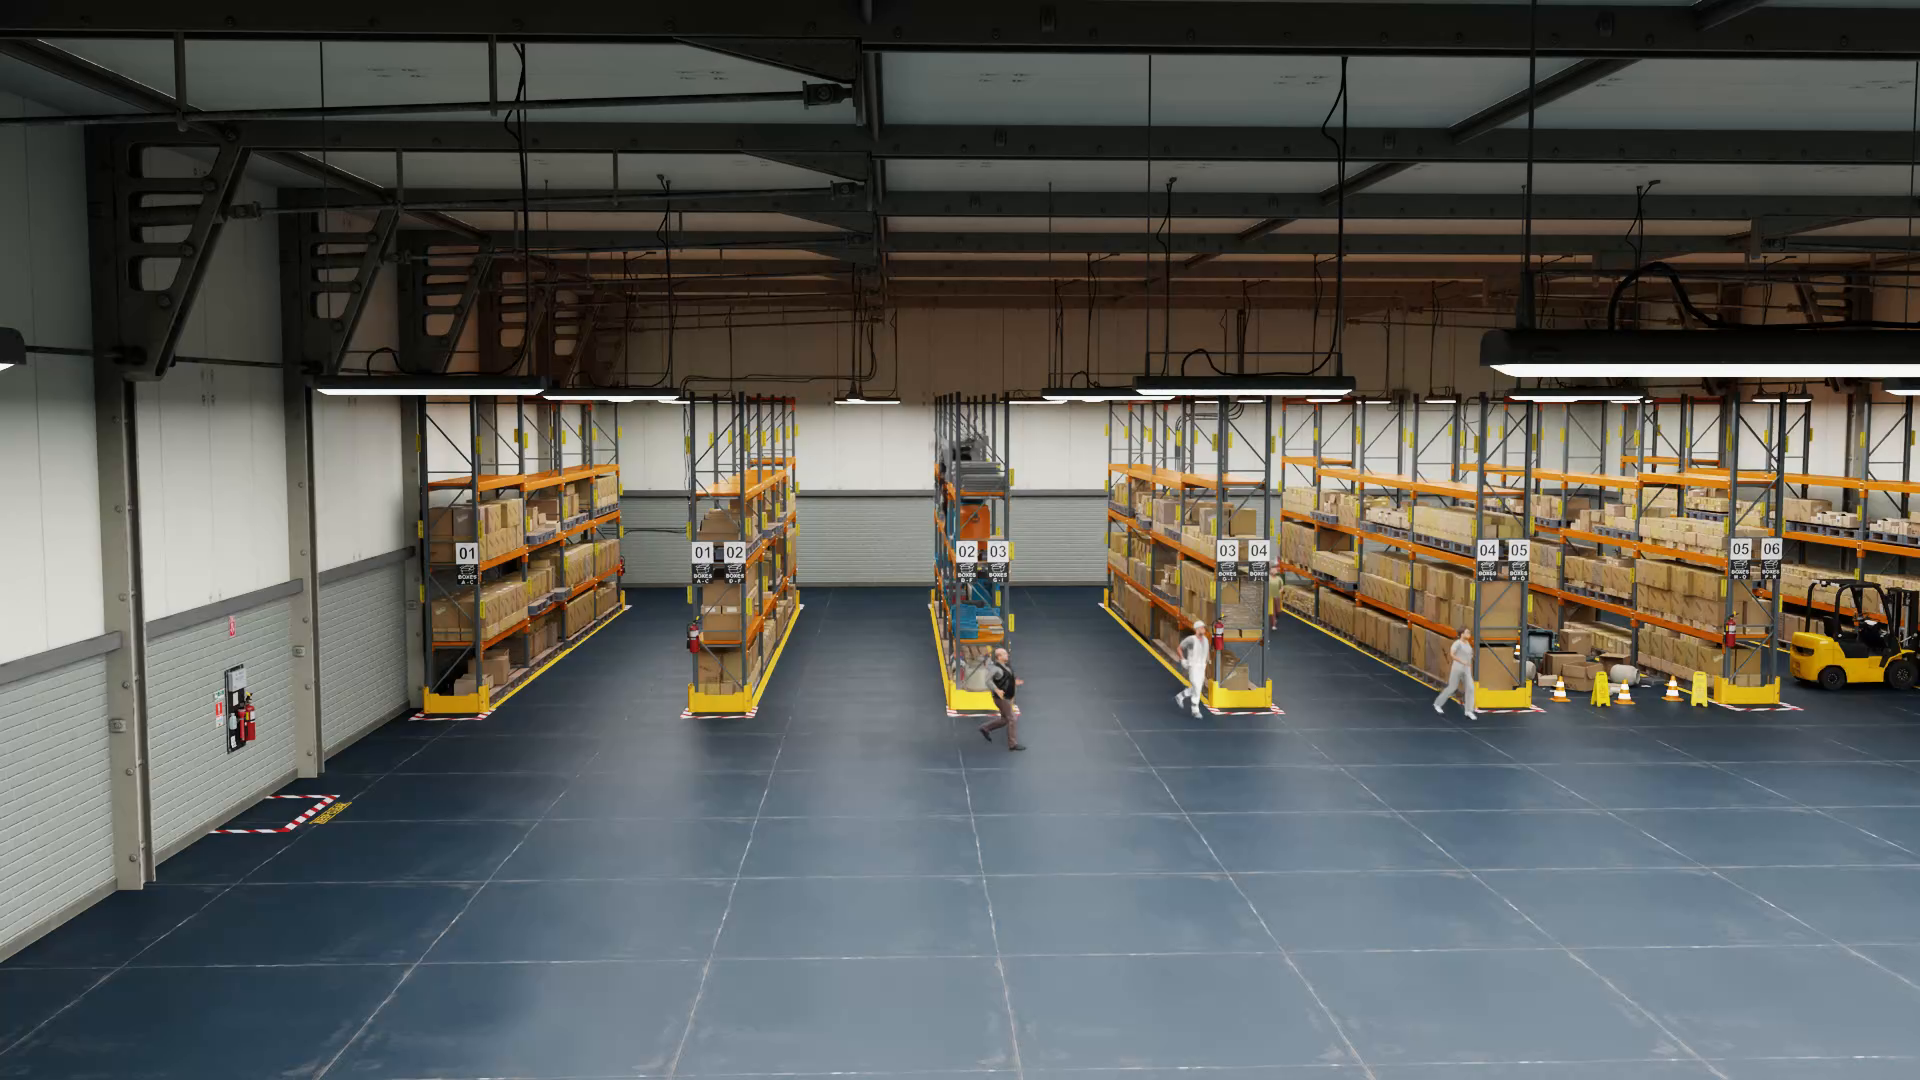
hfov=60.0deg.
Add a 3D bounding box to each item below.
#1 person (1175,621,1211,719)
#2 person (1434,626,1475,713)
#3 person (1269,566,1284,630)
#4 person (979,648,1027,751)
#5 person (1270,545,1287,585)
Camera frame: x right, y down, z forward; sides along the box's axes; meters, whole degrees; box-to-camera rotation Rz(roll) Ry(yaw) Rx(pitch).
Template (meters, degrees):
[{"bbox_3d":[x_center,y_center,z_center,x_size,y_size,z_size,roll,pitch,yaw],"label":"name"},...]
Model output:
[{"bbox_3d":[4.357,2.393,30.940,0.712,1.793,0.831,-3,6,-35],"label":"person"},{"bbox_3d":[9.272,2.371,30.773,0.617,1.562,0.782,-3,6,-34],"label":"person"},{"bbox_3d":[8.060,1.481,42.811,0.584,1.622,0.703,0,5,0],"label":"person"},{"bbox_3d":[0.701,2.648,27.741,0.896,1.698,0.668,2,5,23],"label":"person"},{"bbox_3d":[9.420,0.945,48.774,0.726,1.776,0.709,-1,5,-14],"label":"person"}]
